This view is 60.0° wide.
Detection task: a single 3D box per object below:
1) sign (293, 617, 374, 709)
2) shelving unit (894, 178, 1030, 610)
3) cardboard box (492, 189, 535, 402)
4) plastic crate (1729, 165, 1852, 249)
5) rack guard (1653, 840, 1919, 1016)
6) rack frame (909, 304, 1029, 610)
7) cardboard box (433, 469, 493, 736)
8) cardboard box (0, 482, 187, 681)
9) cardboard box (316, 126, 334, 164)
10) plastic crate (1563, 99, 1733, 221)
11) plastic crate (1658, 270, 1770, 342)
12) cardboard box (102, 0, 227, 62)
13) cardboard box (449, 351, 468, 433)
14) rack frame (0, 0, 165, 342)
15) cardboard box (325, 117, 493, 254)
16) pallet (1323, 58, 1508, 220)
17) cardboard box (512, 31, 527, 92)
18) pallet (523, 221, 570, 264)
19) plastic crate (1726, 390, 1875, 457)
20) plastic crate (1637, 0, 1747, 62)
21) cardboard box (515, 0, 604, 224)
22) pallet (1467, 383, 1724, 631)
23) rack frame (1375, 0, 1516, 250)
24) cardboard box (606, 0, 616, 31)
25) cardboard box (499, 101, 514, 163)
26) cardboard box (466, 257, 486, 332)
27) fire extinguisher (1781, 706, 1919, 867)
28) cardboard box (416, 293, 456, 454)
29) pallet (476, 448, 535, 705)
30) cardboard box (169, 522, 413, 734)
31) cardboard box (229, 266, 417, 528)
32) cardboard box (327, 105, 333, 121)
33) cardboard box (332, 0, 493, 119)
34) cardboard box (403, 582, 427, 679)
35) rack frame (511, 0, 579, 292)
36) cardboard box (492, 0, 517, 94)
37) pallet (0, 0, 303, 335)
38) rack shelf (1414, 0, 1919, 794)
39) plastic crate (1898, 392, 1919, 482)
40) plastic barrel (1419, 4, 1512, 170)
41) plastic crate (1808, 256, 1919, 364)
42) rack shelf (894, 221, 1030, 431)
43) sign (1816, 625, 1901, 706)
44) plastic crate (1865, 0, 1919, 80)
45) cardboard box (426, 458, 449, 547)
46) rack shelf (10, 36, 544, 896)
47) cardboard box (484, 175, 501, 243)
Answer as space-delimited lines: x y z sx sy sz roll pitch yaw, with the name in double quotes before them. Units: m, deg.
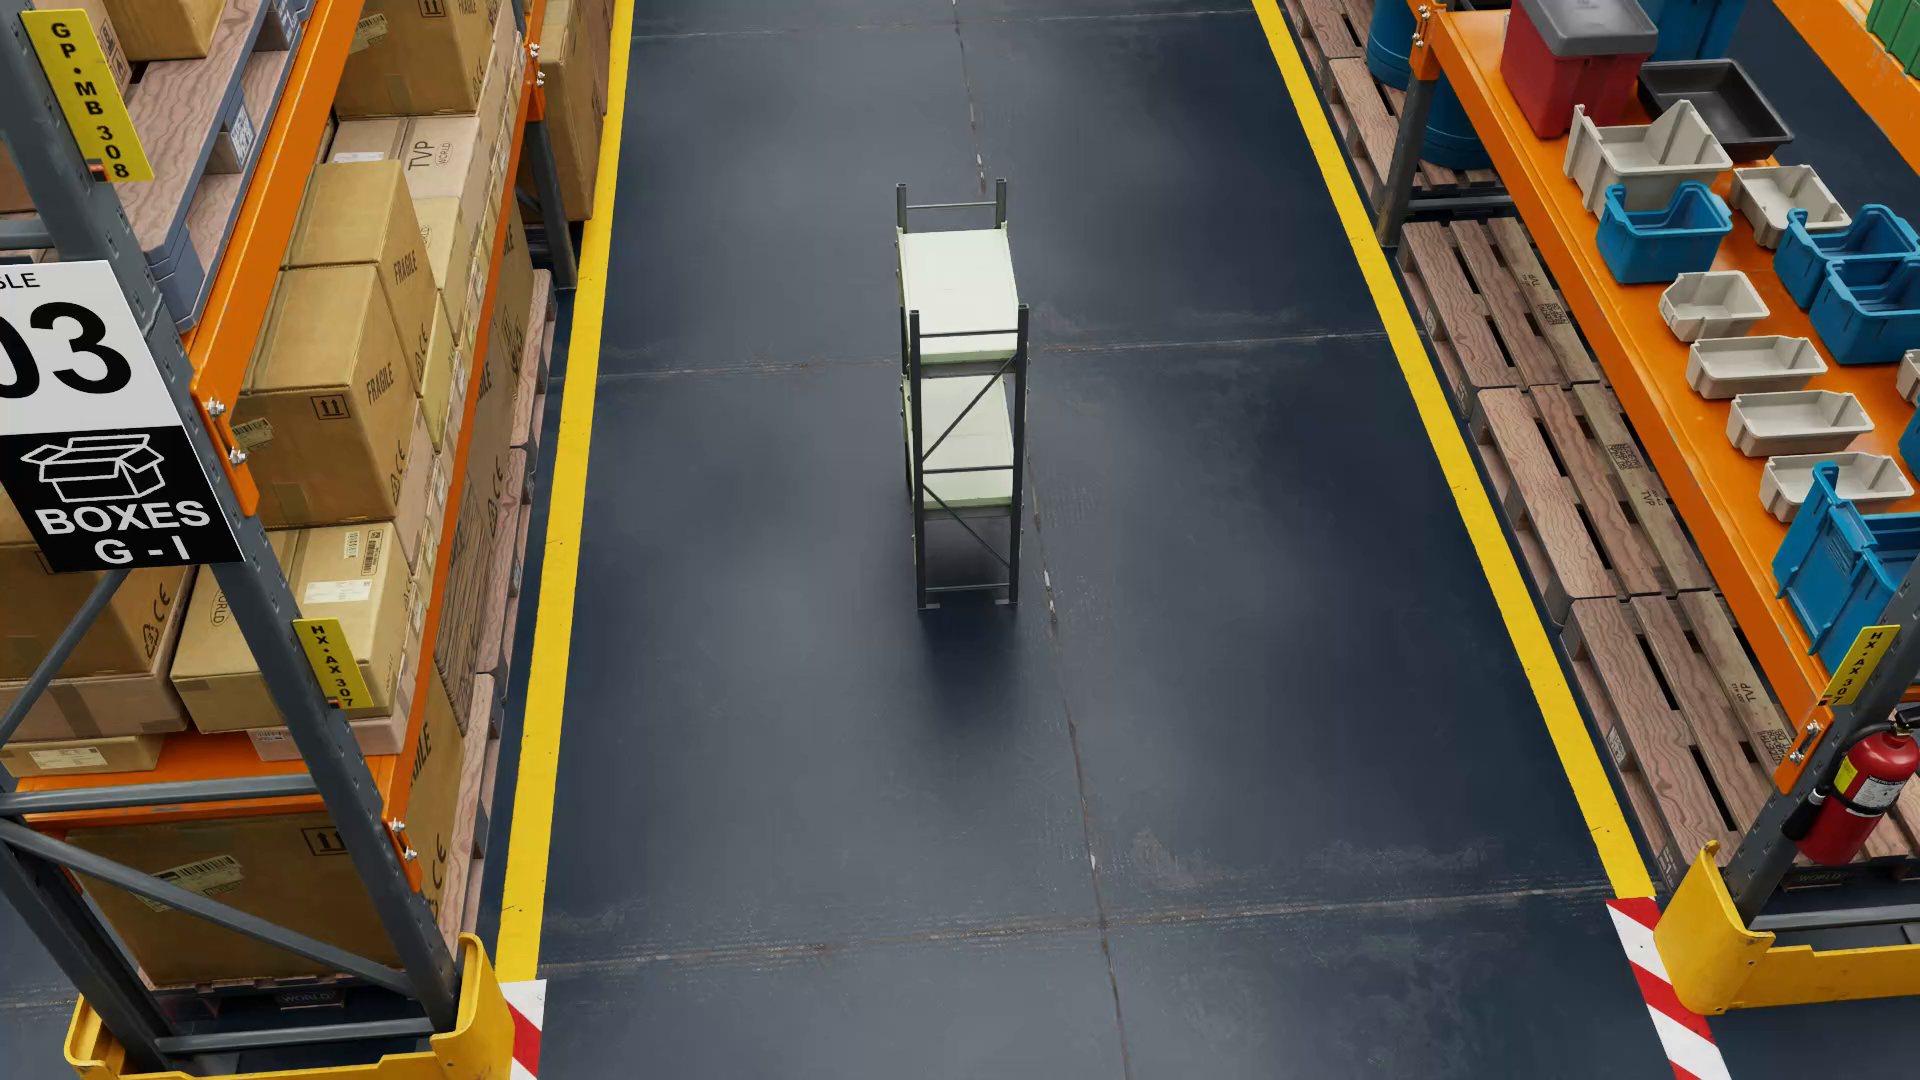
"sign" -1.465 0.292 3.893 0.100 0.325 0.005 -3 47 -3
"shelving unit" -0.001 -0.521 6.347 0.431 1.500 0.755 -3 47 -3
"cardboard box" -2.378 -1.179 7.111 0.875 0.875 0.875 -3 47 -3
"plastic crate" 3.028 -1.237 6.132 0.293 0.136 0.466 -3 47 -3
"rack guard" 2.932 1.221 5.385 1.175 0.500 0.348 -3 47 -3
"rack frame" 0.030 -0.256 6.096 0.400 1.500 0.023 -3 47 -3
"cardboard box" -2.228 0.116 5.885 0.875 0.875 0.875 -3 47 -3
"cardboard box" -2.321 0.001 4.201 0.500 0.500 0.500 -3 47 -3
"cardboard box" -2.489 -1.208 5.863 0.500 0.250 0.500 -2 47 -2
"plastic crate" 2.527 -1.413 6.199 0.437 0.282 0.530 -3 47 -3
"plastic crate" 2.568 -0.787 5.706 0.298 0.136 0.250 -3 47 -3
"cardboard box" -2.042 -1.386 3.640 0.700 0.500 0.500 -5 47 -5
"cardboard box" -1.829 -0.474 5.443 0.380 0.149 0.250 -4 47 -4
"rack frame" -2.018 -1.417 2.030 1.000 3.000 0.127 -3 47 -3
"cardboard box" -1.966 -1.251 5.904 0.500 0.250 0.500 -3 47 -2
"pallet" 2.559 -2.151 8.778 1.003 0.211 1.213 -3 47 -3
"cardboard box" -2.001 -1.961 6.850 0.380 0.149 0.250 -3 47 -3
"pallet" -2.493 -1.843 8.486 1.003 0.211 1.213 -3 47 -3
"plastic crate" 2.659 -0.374 5.315 0.396 0.136 0.243 -3 47 -3
"plastic crate" 2.961 -2.247 6.918 0.392 0.384 0.575 -3 47 -3
"cardboard box" -2.427 -2.123 8.006 1.225 0.875 0.875 -3 47 -3
"pallet" 2.788 -0.175 6.907 1.003 0.211 1.213 -3 47 -3
"rack frame" 2.582 -2.549 7.234 1.000 3.000 0.127 -3 47 -3
"cardboard box" -2.584 -3.410 9.224 1.225 0.875 0.875 -3 47 -3
"cardboard box" -1.958 -1.589 6.498 0.380 0.149 0.250 -4 47 -4
"cardboard box" -1.873 -0.847 5.795 0.380 0.149 0.250 -3 47 -3
"fire extinguisher" 2.477 0.637 4.527 0.296 0.674 0.183 -3 47 -3
"cardboard box" -1.878 -0.508 5.200 0.500 0.250 0.500 -5 47 -5
"pallet" -2.262 0.151 6.598 1.003 0.211 1.213 -3 47 -3
"cardboard box" -1.790 0.232 4.499 0.500 0.250 0.500 -5 47 -4
"cardboard box" -1.831 -0.388 4.570 0.500 0.500 0.500 -5 47 -4
"cardboard box" -2.534 -1.837 5.943 0.500 0.500 0.500 -3 47 -3
"cardboard box" -2.011 -1.877 5.980 0.500 0.500 0.500 -3 47 -3
"cardboard box" -1.742 0.270 4.738 0.380 0.149 0.250 -4 47 -4
"rack frame" -2.353 -2.248 6.949 1.000 3.000 0.127 -3 47 -3
"cardboard box" -2.055 -1.995 6.608 0.500 0.250 0.500 -4 47 -4
"pallet" -2.091 -0.891 3.659 1.003 0.211 1.213 -3 47 -3
"rack shelf" 2.750 -0.854 6.125 1.077 0.370 4.000 -3 47 -3
"plastic crate" 3.169 -0.293 5.172 0.416 0.233 0.300 -3 47 -3
"plastic barrel" 2.554 -2.366 8.218 0.600 0.901 0.708 -3 47 -3
"plastic crate" 3.114 -0.769 5.623 0.416 0.233 0.300 -3 47 -3
"rack shelf" -0.001 -0.789 6.063 0.431 0.370 0.720 -3 47 -3
"sign" 2.370 0.334 4.392 0.100 0.325 0.005 -3 47 -3
"plastic crate" 2.550 -1.310 4.141 0.450 0.188 0.336 -3 47 -3
"cardboard box" -1.787 -0.104 5.092 0.380 0.149 0.250 -4 47 -4
"rack shelf" -2.186 -0.553 5.840 1.077 0.370 4.000 -3 47 -3
"cardboard box" -1.915 -1.216 6.145 0.380 0.149 0.250 -3 47 -3
